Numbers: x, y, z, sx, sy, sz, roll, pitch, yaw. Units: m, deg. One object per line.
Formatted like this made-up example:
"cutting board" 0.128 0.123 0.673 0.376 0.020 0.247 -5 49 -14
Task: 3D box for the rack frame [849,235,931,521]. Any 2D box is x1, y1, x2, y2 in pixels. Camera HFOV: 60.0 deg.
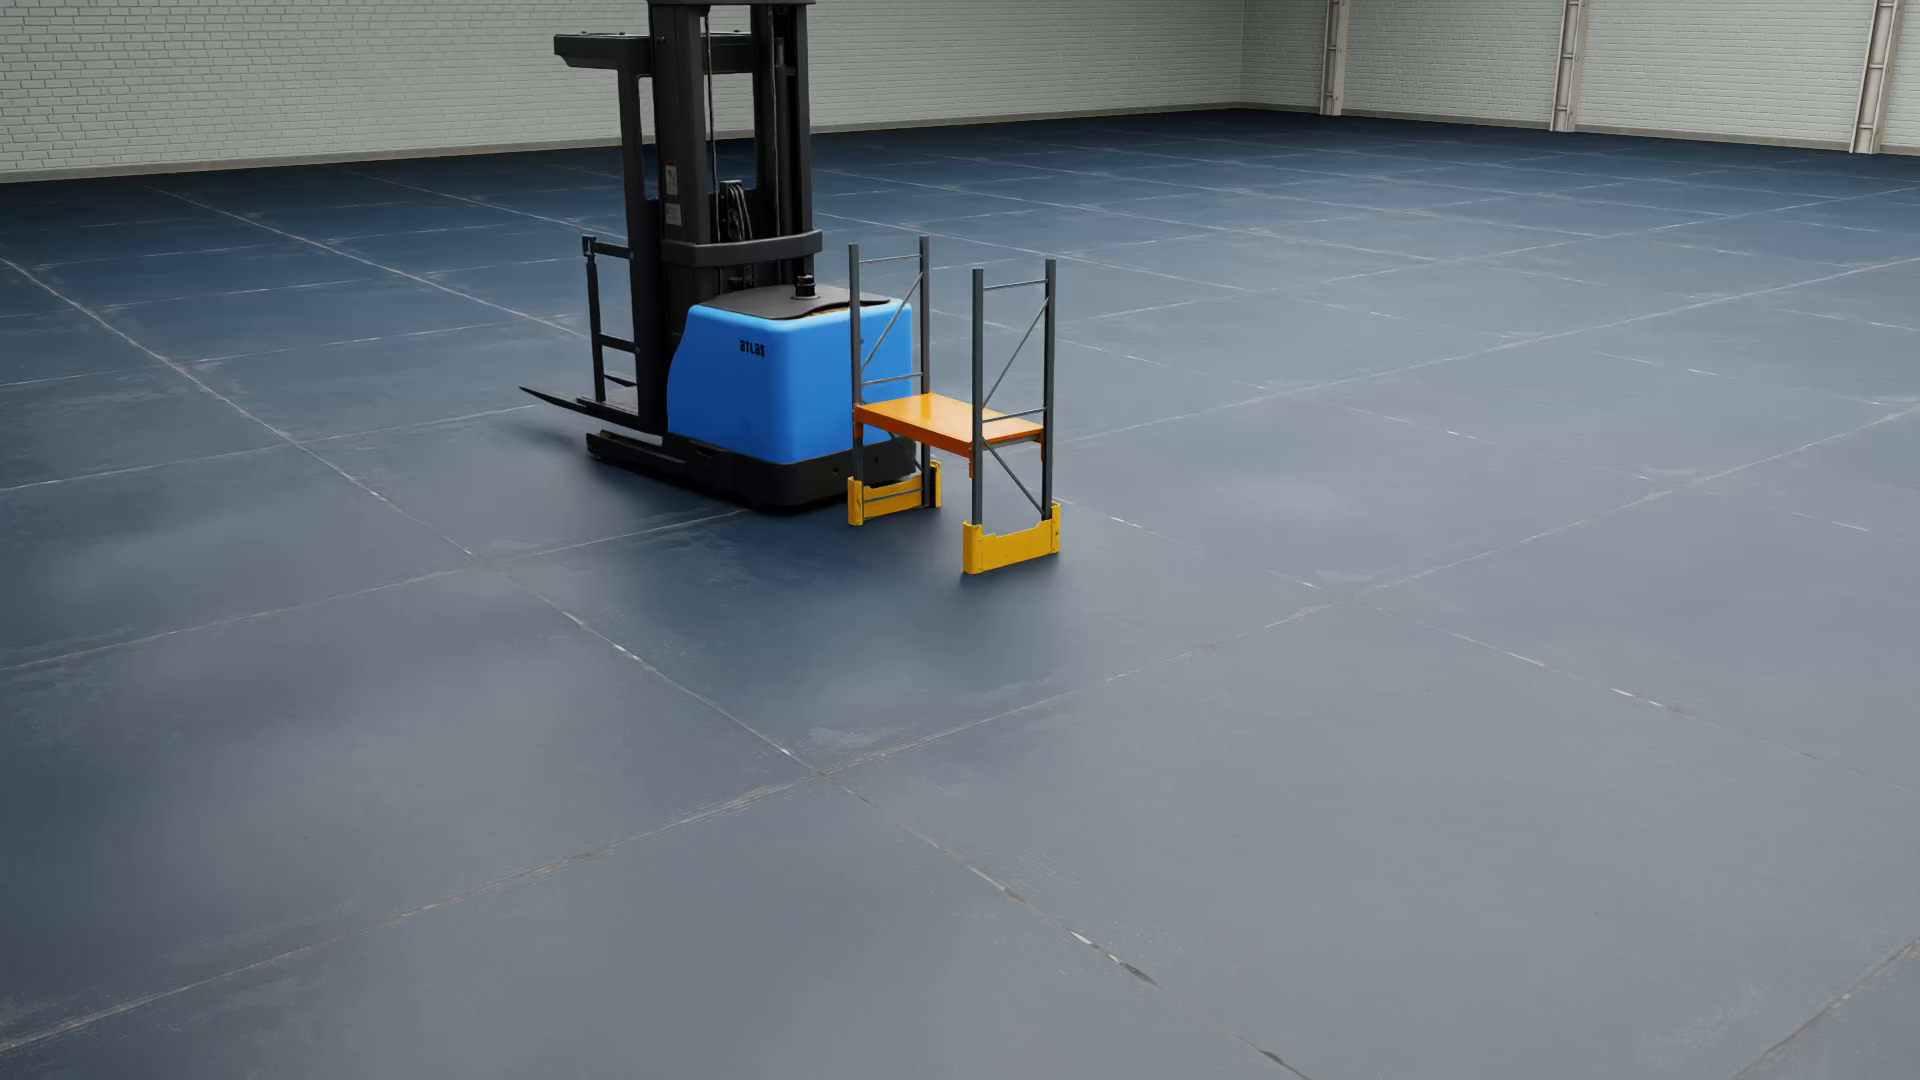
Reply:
"rack frame" -0.369 -0.858 8.929 0.500 1.500 0.032 -14 23 -36

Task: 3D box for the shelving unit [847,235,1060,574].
"shelving unit" -0.047 -0.731 8.544 0.587 1.500 1.083 -14 23 -36

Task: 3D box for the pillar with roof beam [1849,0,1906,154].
"pillar with roof beam" 12.628 -10.286 25.472 9.100 9.000 0.400 -14 23 -36

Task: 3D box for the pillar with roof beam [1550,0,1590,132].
"pillar with roof beam" 8.902 -11.765 29.937 9.100 9.000 0.400 -14 23 -36

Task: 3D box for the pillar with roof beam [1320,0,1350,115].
"pillar with roof beam" 5.177 -13.243 34.402 9.100 9.000 0.400 -14 23 -36

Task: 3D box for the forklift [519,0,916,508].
"forklift" -1.650 -1.945 9.936 1.130 2.935 3.031 -17 25 -42

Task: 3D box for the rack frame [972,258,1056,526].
"rack frame" 0.263 -0.608 8.173 0.500 1.500 0.032 -14 23 -36

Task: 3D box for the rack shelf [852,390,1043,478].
"rack shelf" -0.053 -0.562 8.608 0.538 0.185 1.000 -14 23 -36

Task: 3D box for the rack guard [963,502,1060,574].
"rack guard" 0.262 -0.015 8.370 0.587 0.250 0.087 -14 23 -36

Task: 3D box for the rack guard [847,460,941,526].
"rack guard" -0.357 -0.260 9.112 0.587 0.250 0.087 -14 23 -36
